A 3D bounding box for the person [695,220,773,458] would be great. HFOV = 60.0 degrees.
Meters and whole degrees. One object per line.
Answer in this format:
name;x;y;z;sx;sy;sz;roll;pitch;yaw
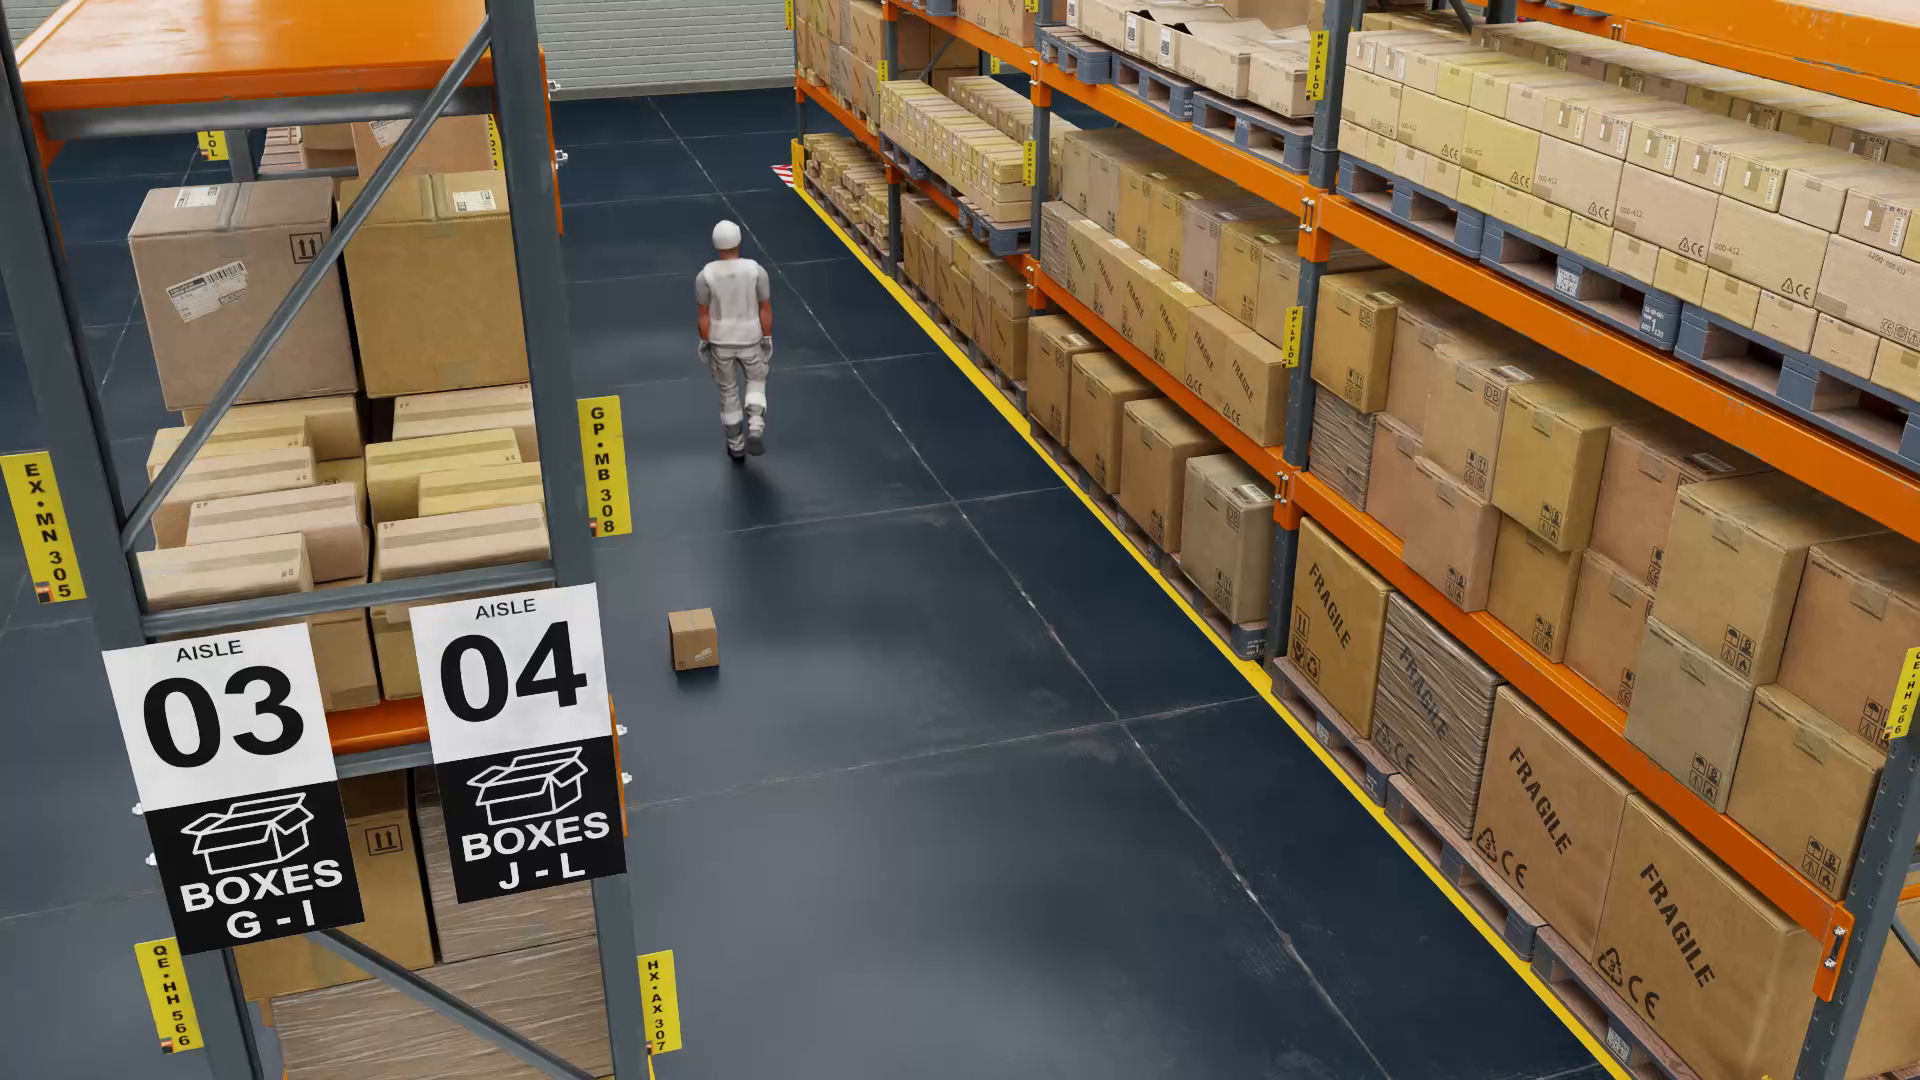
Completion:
person;-1.609;-1.419;11.930;0.542;1.782;0.550;-5;27;-10
